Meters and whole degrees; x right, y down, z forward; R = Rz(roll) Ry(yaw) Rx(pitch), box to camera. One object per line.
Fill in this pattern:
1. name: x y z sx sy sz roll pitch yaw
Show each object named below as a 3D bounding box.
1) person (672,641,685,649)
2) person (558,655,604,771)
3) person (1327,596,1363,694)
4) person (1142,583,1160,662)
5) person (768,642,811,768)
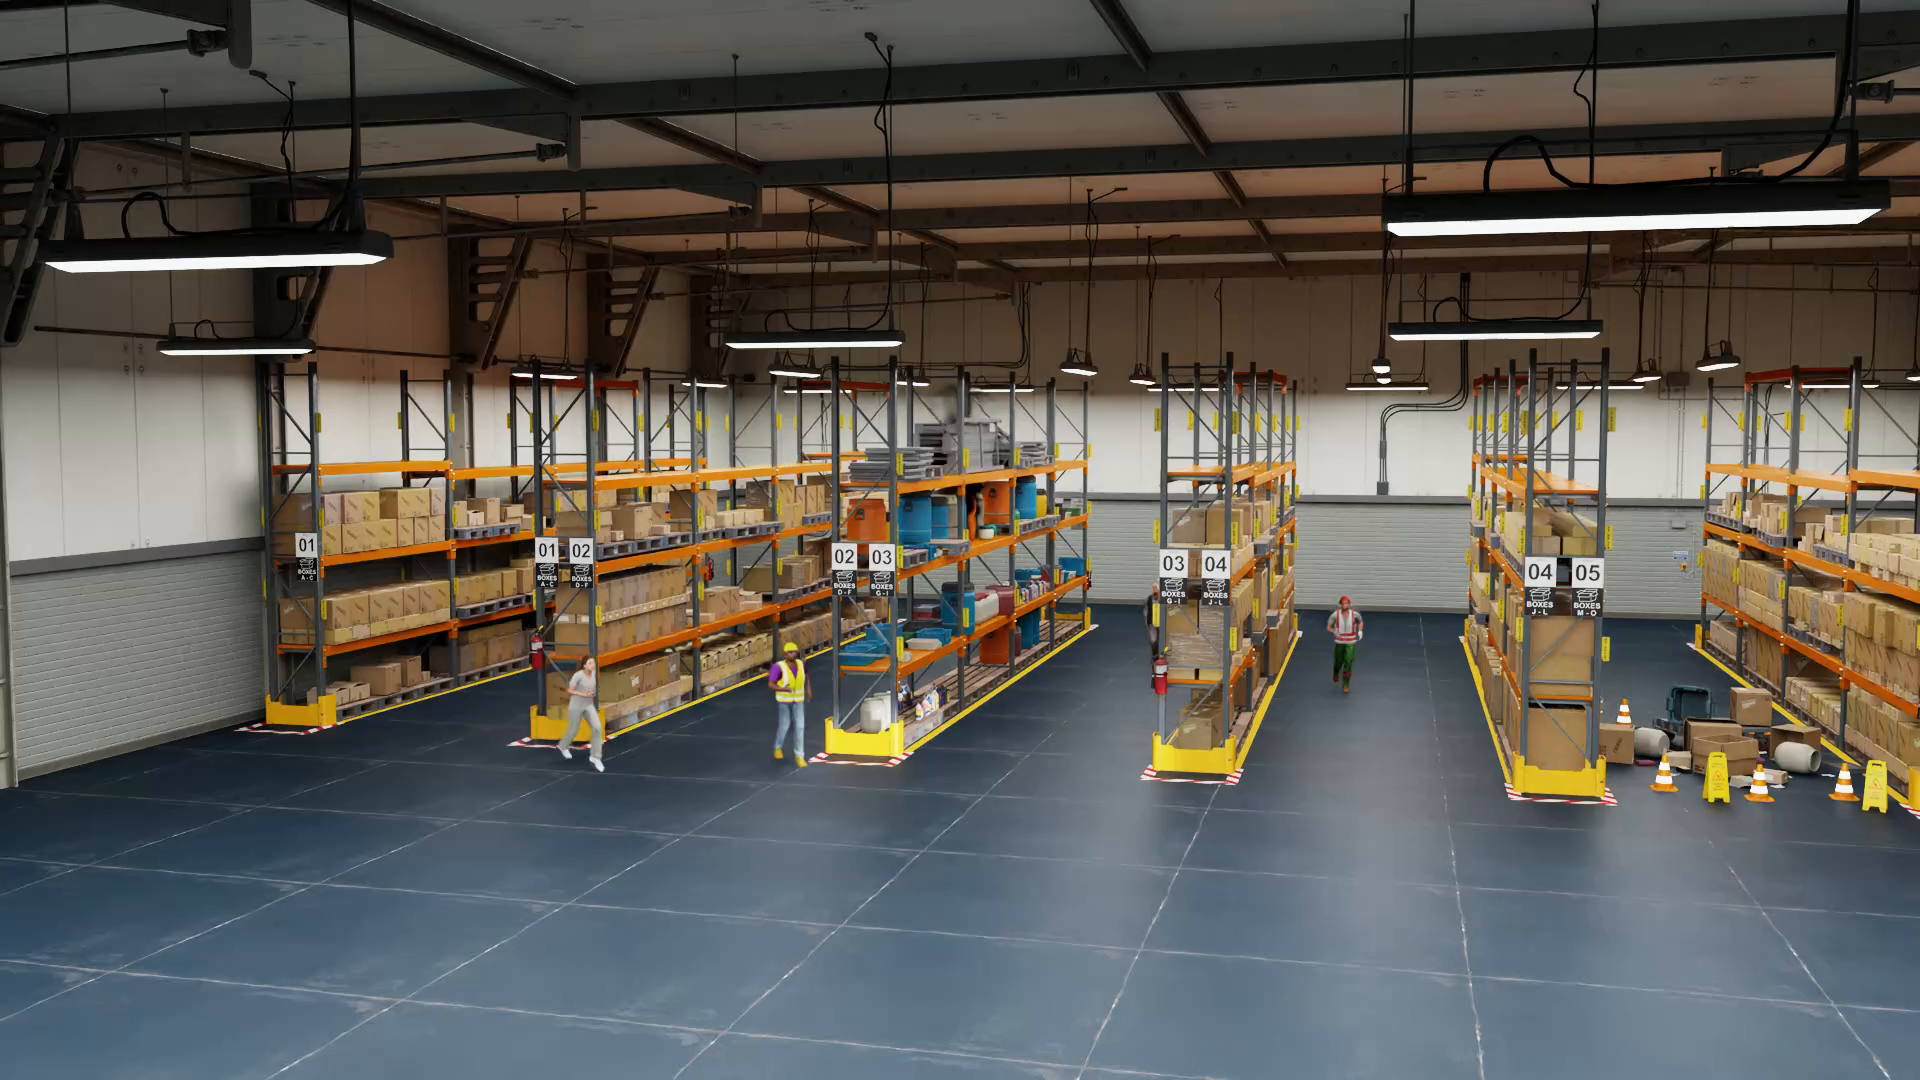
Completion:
1. person: -6.044 1.717 35.114 0.612 1.653 0.524 1 4 13
2. person: -5.545 2.484 24.234 1.038 1.670 0.569 4 6 44
3. person: 7.201 1.930 31.101 0.667 1.785 0.956 1 4 11
4. person: 3.910 1.687 32.958 0.660 1.679 0.673 2 4 20
5. person: -2.497 2.400 24.443 0.721 1.814 0.829 -2 4 -27
